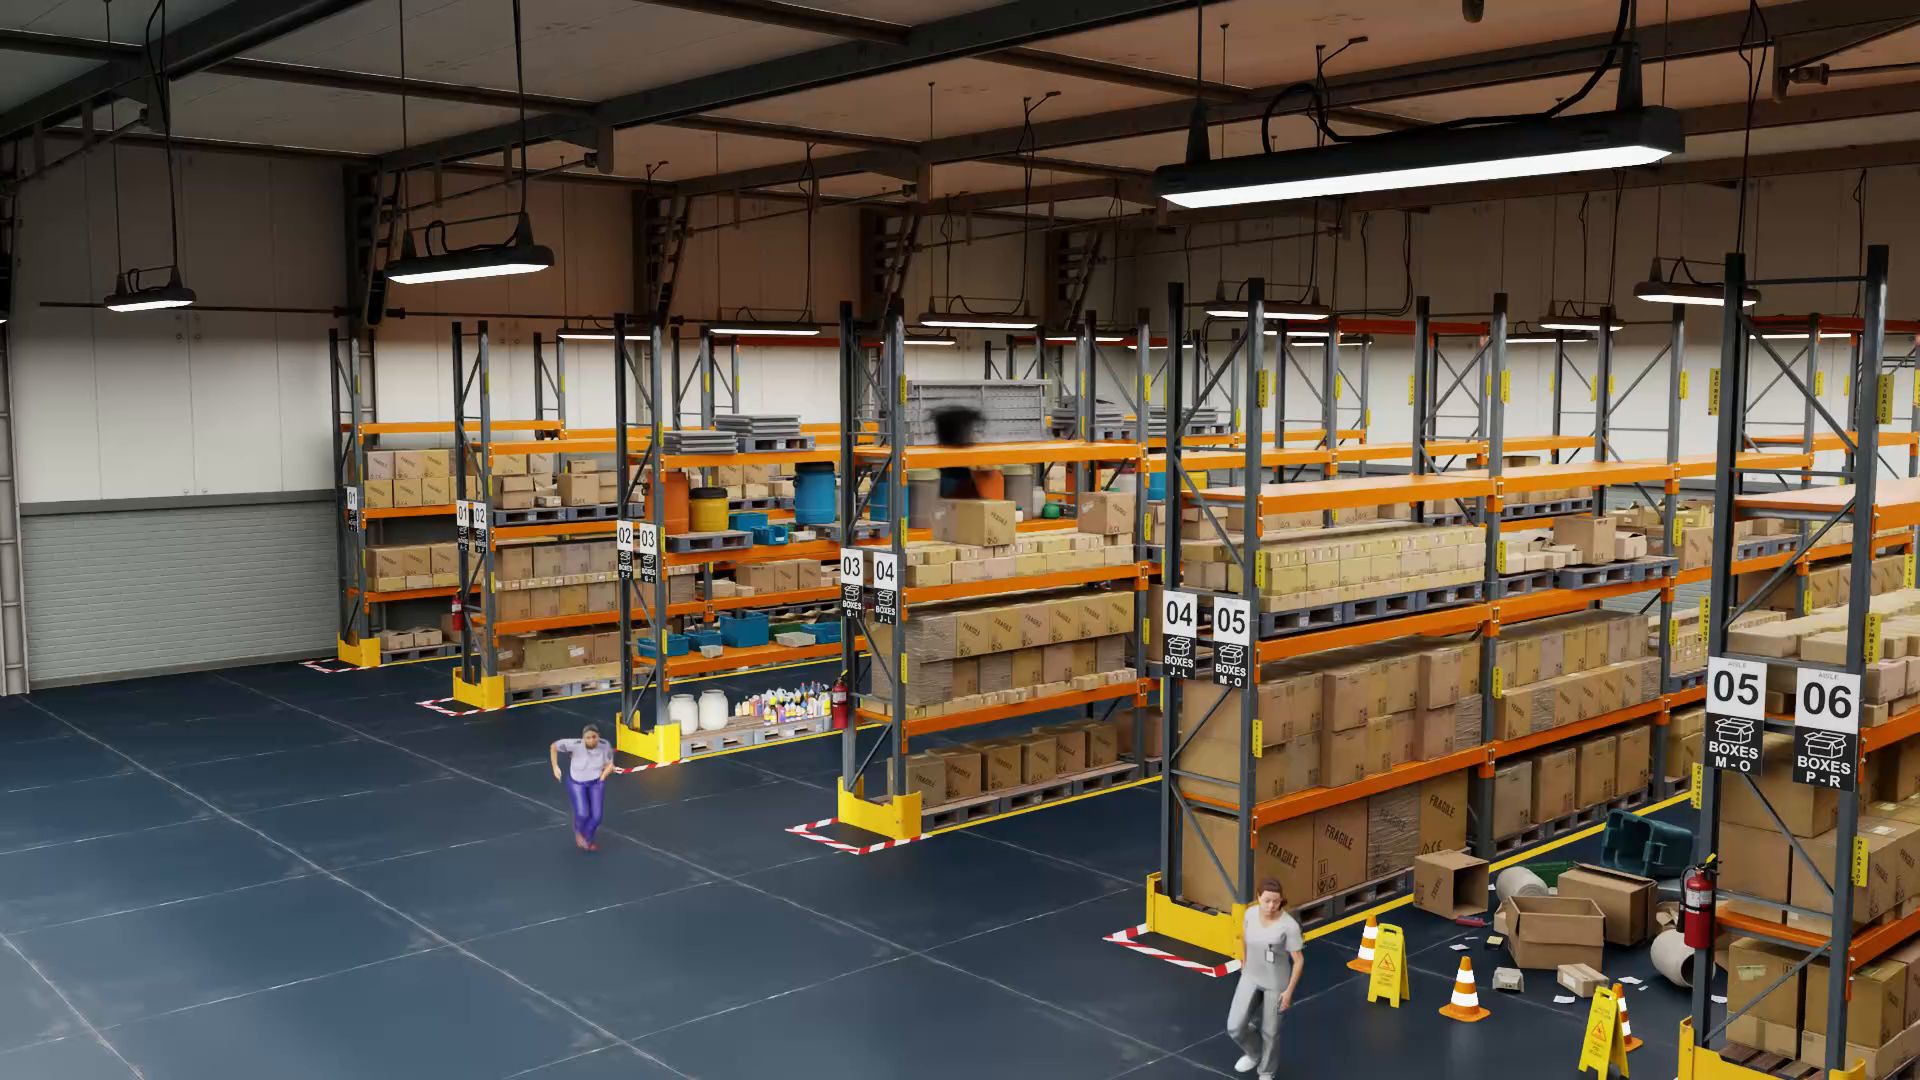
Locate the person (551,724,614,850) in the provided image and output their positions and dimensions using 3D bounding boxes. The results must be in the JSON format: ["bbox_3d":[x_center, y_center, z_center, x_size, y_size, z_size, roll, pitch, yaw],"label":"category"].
[{"bbox_3d":[-4.051,2.666,17.866,0.642,1.482,0.854,-2,6,-23],"label":"person"}]

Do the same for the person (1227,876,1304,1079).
[{"bbox_3d":[2.215,3.182,11.937,0.569,1.633,0.605,3,7,30],"label":"person"}]
